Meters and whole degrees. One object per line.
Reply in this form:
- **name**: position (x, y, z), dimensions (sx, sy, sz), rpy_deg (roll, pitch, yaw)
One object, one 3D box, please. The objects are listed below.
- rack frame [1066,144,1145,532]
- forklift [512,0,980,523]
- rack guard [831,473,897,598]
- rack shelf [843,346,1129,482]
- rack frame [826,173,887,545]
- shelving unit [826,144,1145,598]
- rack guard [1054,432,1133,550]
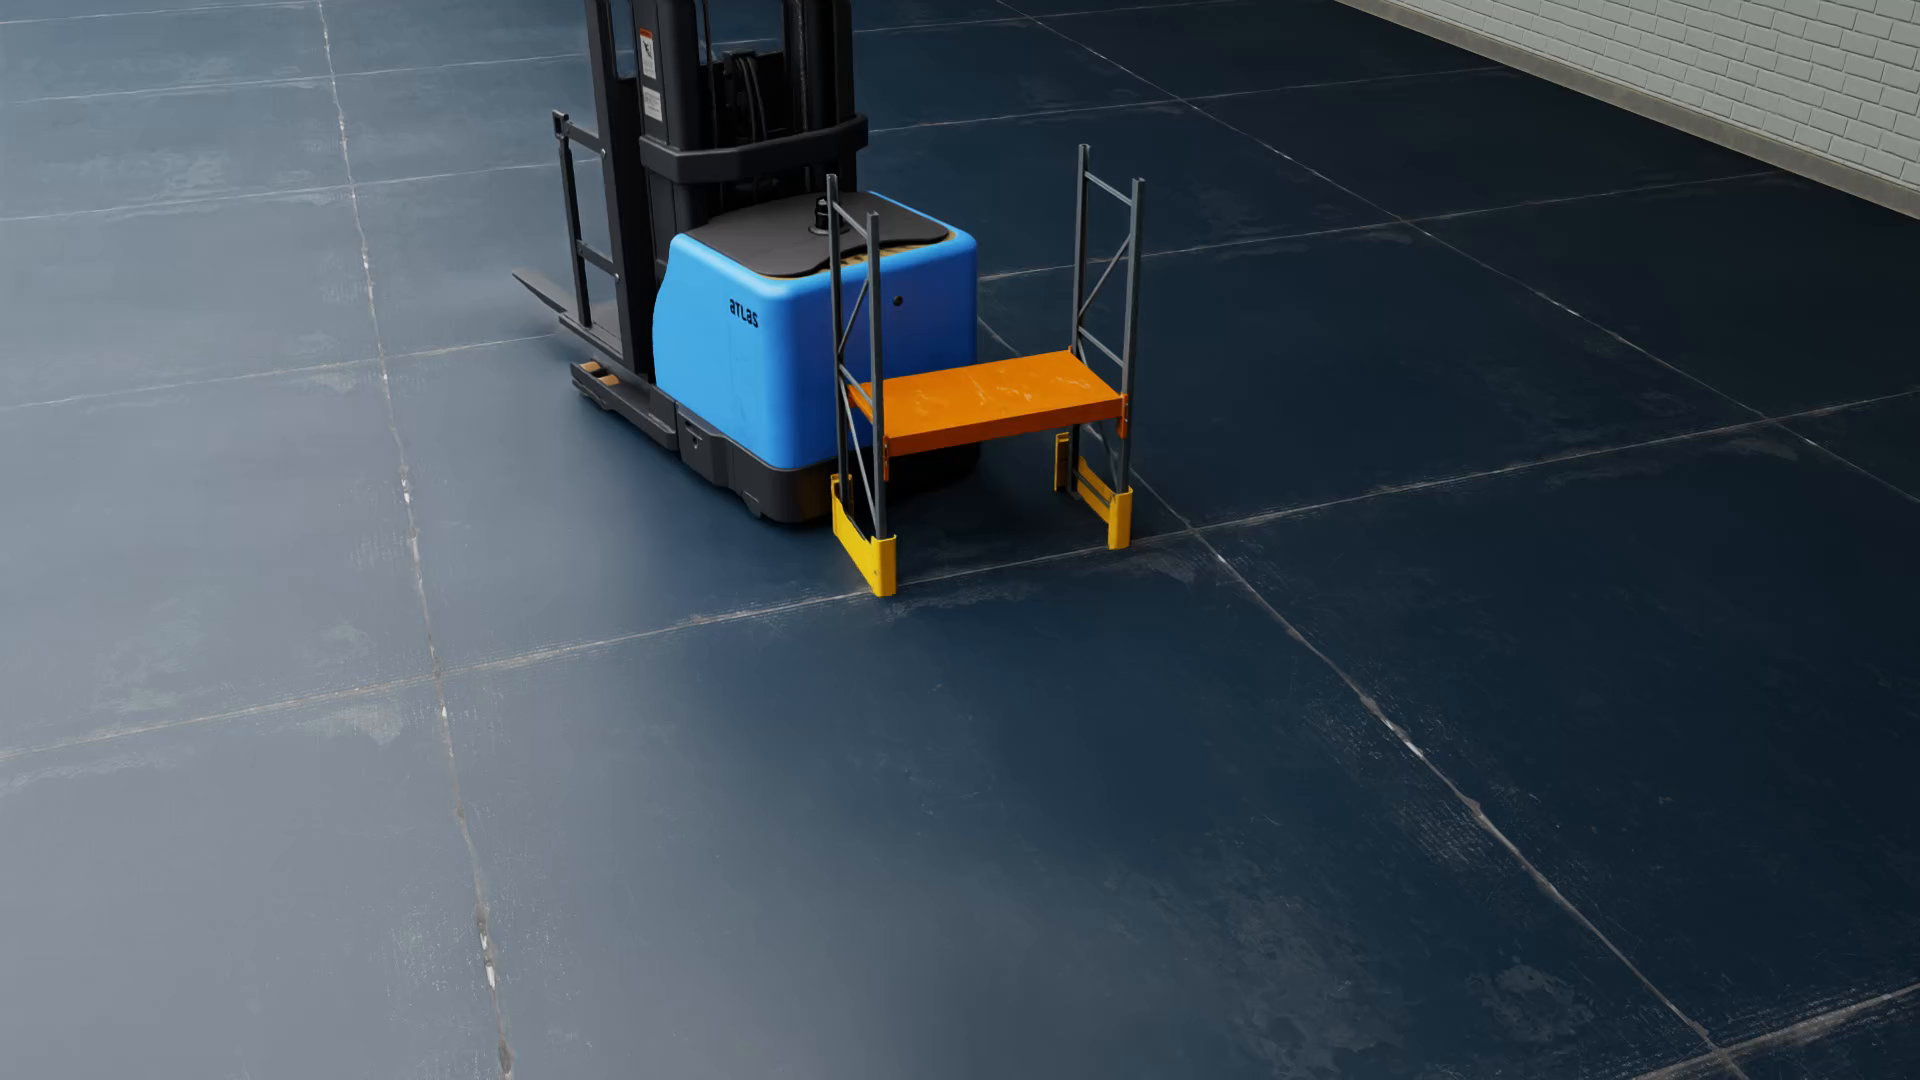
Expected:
- **rack frame**: position (0.563, -0.755, 6.560), dimensions (0.032, 1.500, 0.500), rpy_deg (-11, 32, -19)
- **forklift**: position (-1.199, -2.012, 7.321), dimensions (1.130, 2.935, 3.031), rpy_deg (-20, 36, -32)
- **rack guard**: position (-0.381, -0.026, 6.544), dimensions (0.087, 0.250, 0.587), rpy_deg (-11, 32, -19)
- **rack shelf**: position (0.090, -0.506, 6.486), dimensions (1.000, 0.185, 0.538), rpy_deg (-11, 32, -19)
- **rack frame**: position (-0.382, -0.569, 6.234), dimensions (0.032, 1.500, 0.500), rpy_deg (-11, 32, -19)
- **shelving unit**: position (0.082, -0.661, 6.394), dimensions (1.083, 1.500, 0.587), rpy_deg (-11, 32, -19)
- **rack guard**: position (0.545, -0.209, 6.864), dimensions (0.087, 0.250, 0.587), rpy_deg (-11, 32, -19)
